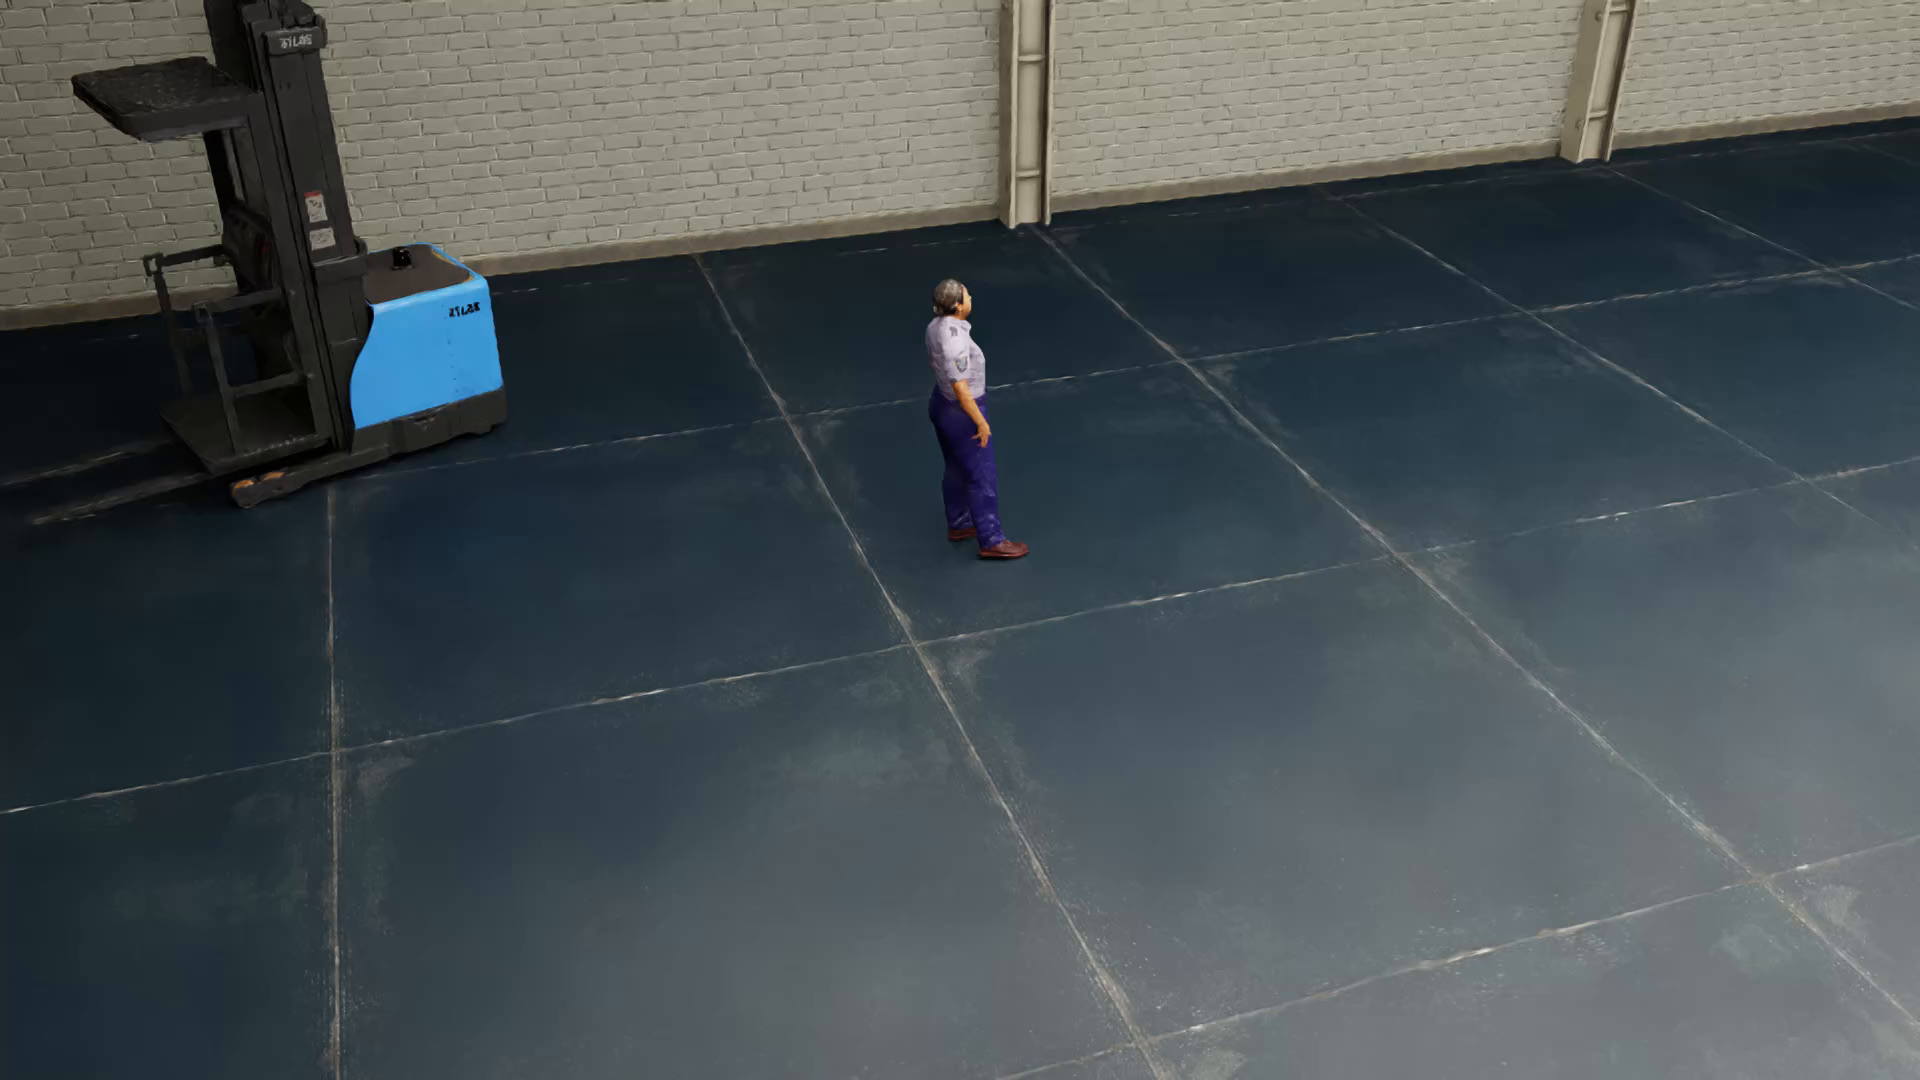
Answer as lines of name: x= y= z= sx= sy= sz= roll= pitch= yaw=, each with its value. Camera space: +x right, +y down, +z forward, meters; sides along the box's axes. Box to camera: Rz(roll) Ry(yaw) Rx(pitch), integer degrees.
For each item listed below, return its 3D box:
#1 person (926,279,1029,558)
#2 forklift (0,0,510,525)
person: x=0.092 y=-0.720 z=9.620 sx=0.502 sy=1.642 sz=0.599 roll=-10 pitch=31 yaw=-16
forklift: x=-4.538 y=-1.769 z=10.162 sx=3.031 sy=2.935 sz=1.130 roll=-22 pitch=36 yaw=-33
